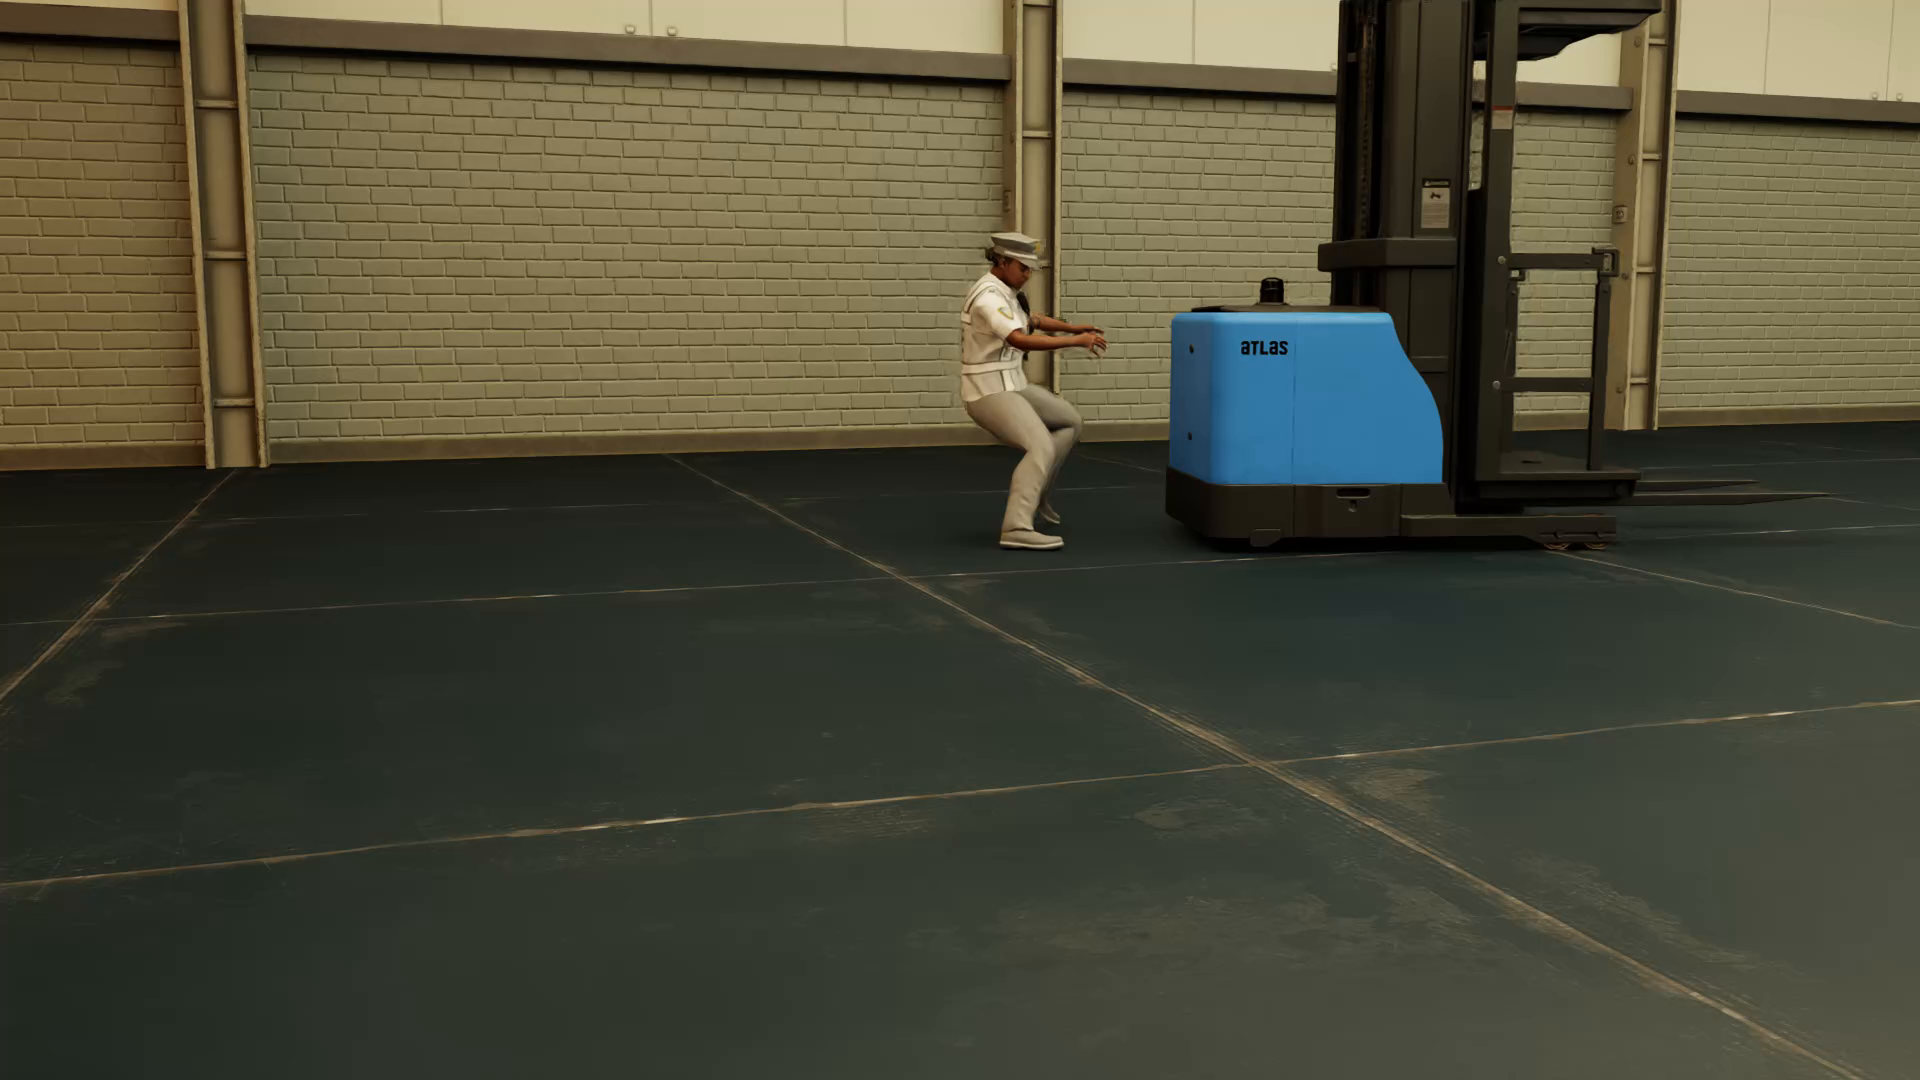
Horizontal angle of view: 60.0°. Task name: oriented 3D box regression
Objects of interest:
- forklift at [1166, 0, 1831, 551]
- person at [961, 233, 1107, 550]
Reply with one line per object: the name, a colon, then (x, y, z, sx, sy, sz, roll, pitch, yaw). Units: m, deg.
forklift: (2.581, -1.475, 7.890, 3.031, 2.935, 1.130, -1, 8, -5)
person: (0.372, -0.730, 7.923, 0.728, 1.447, 0.942, 2, 8, 16)
